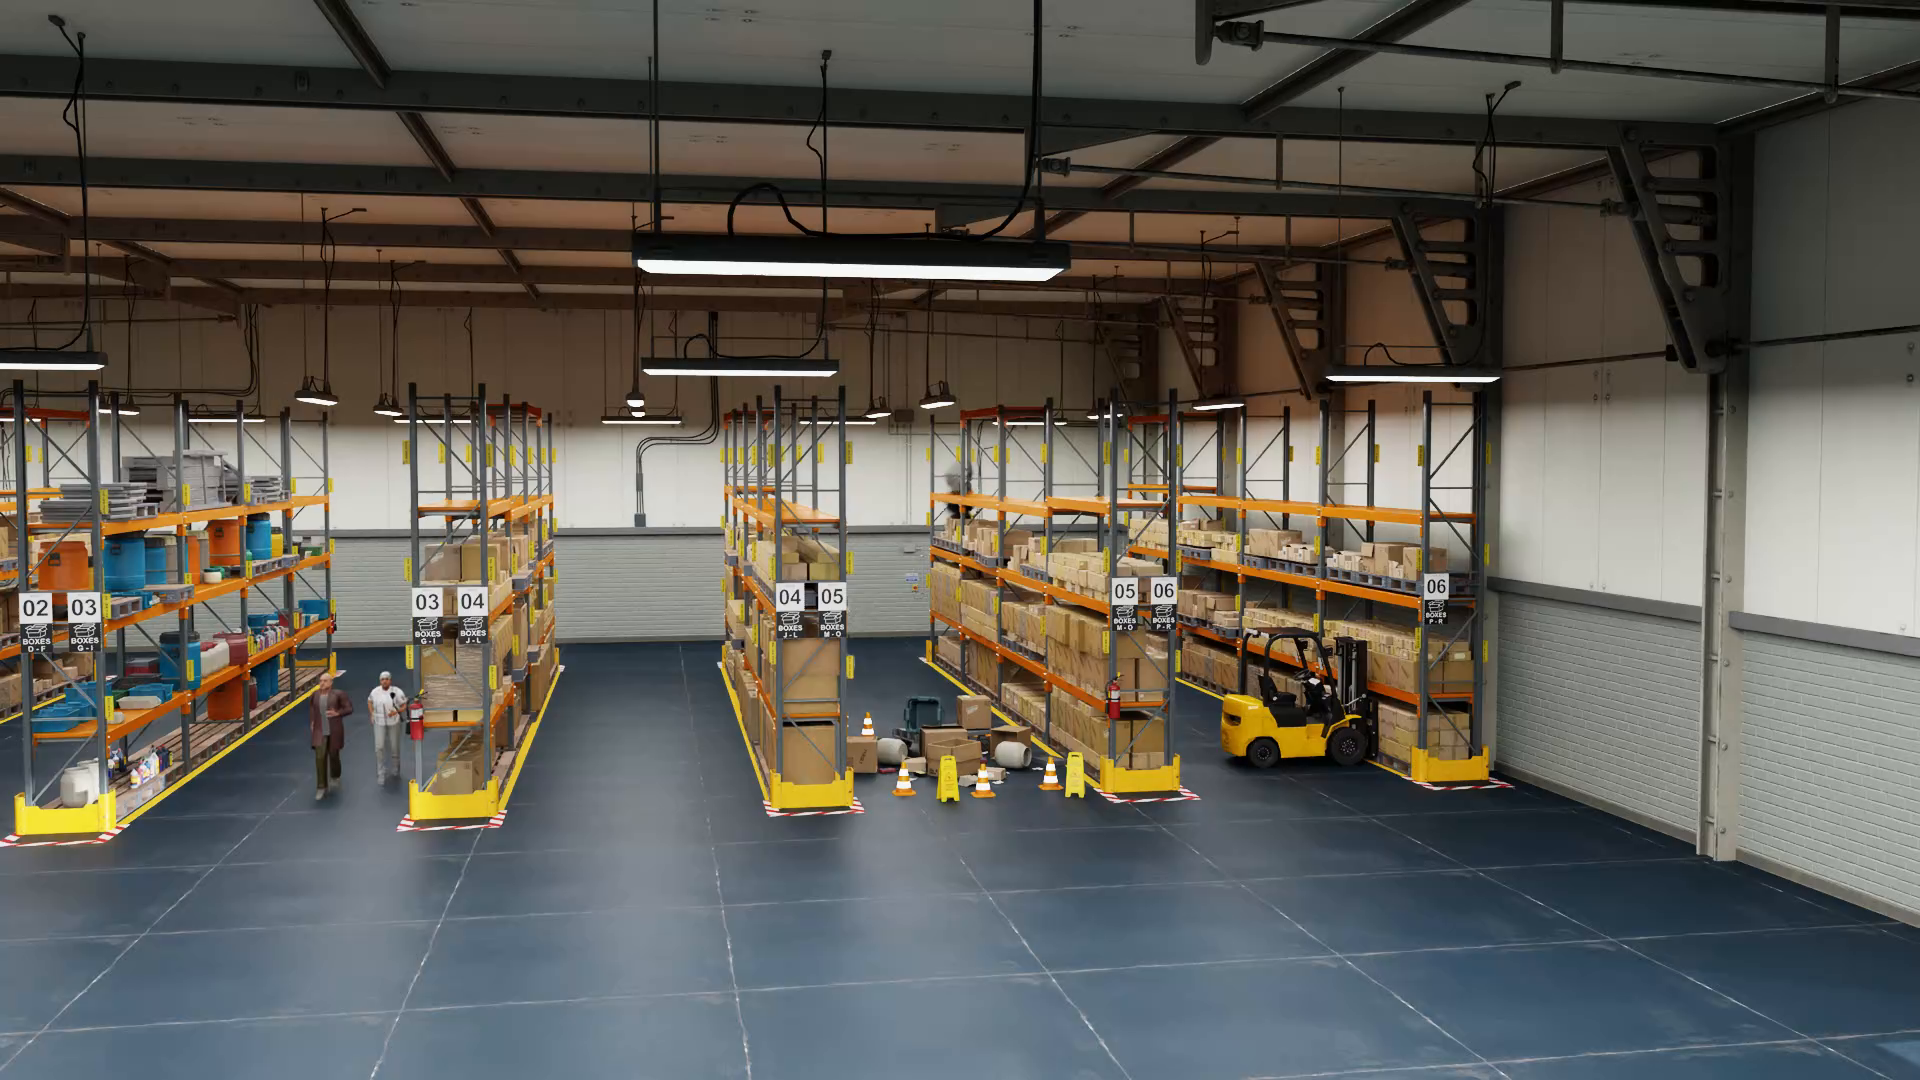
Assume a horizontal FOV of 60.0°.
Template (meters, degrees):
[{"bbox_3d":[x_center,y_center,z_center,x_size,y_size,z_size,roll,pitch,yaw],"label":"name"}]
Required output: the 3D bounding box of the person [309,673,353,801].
[{"bbox_3d":[-9.293,2.864,24.543,0.681,1.813,0.982,0,3,-8],"label":"person"}]

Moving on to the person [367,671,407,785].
[{"bbox_3d":[-8.825,2.855,25.628,0.618,1.678,0.848,-1,3,-12],"label":"person"}]
